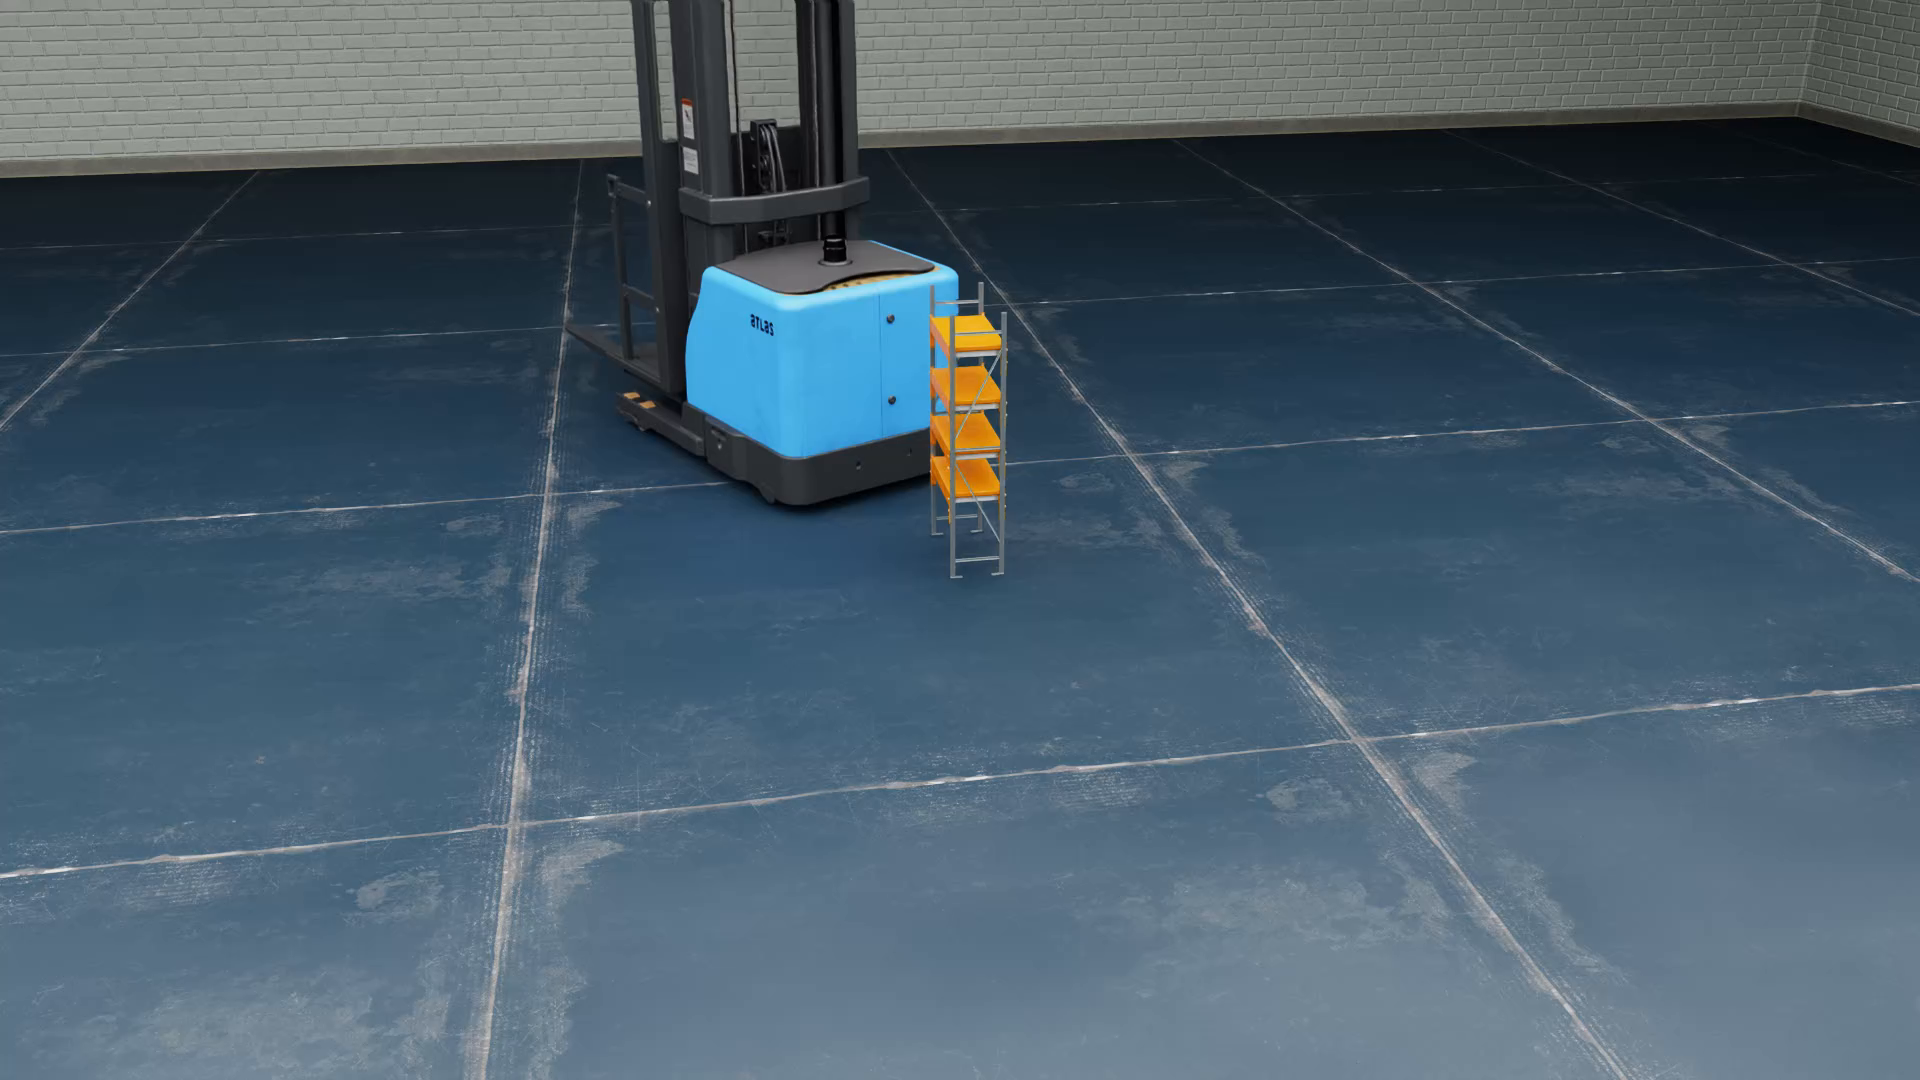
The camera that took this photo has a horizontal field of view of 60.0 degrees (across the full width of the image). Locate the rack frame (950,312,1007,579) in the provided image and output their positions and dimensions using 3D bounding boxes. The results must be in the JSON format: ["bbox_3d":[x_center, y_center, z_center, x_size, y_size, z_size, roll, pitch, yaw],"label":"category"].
[{"bbox_3d":[0.076,-0.389,7.141,0.240,1.200,0.015,-4,24,-10],"label":"rack frame"}]

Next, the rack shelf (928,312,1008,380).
[{"bbox_3d":[0.031,-0.845,7.204,0.258,0.148,0.480,-4,24,-10],"label":"rack shelf"}]

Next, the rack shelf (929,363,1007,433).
[{"bbox_3d":[0.031,-0.628,7.298,0.258,0.148,0.480,-4,24,-10],"label":"rack shelf"}]

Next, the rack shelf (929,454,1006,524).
[{"bbox_3d":[0.031,-0.241,7.467,0.258,0.148,0.480,-4,24,-10],"label":"rack shelf"}]

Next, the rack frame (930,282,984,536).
[{"bbox_3d":[-0.014,-0.581,7.581,0.240,1.200,0.015,-4,24,-10],"label":"rack frame"}]

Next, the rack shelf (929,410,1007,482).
[{"bbox_3d":[0.031,-0.423,7.388,0.258,0.148,0.480,-4,24,-10],"label":"rack shelf"}]

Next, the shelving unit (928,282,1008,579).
[{"bbox_3d":[0.031,-0.485,7.361,0.258,1.200,0.503,-4,24,-10],"label":"shelving unit"}]

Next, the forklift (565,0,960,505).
[{"bbox_3d":[-1.263,-2.038,8.755,1.130,2.935,3.031,-16,28,-33],"label":"forklift"}]
